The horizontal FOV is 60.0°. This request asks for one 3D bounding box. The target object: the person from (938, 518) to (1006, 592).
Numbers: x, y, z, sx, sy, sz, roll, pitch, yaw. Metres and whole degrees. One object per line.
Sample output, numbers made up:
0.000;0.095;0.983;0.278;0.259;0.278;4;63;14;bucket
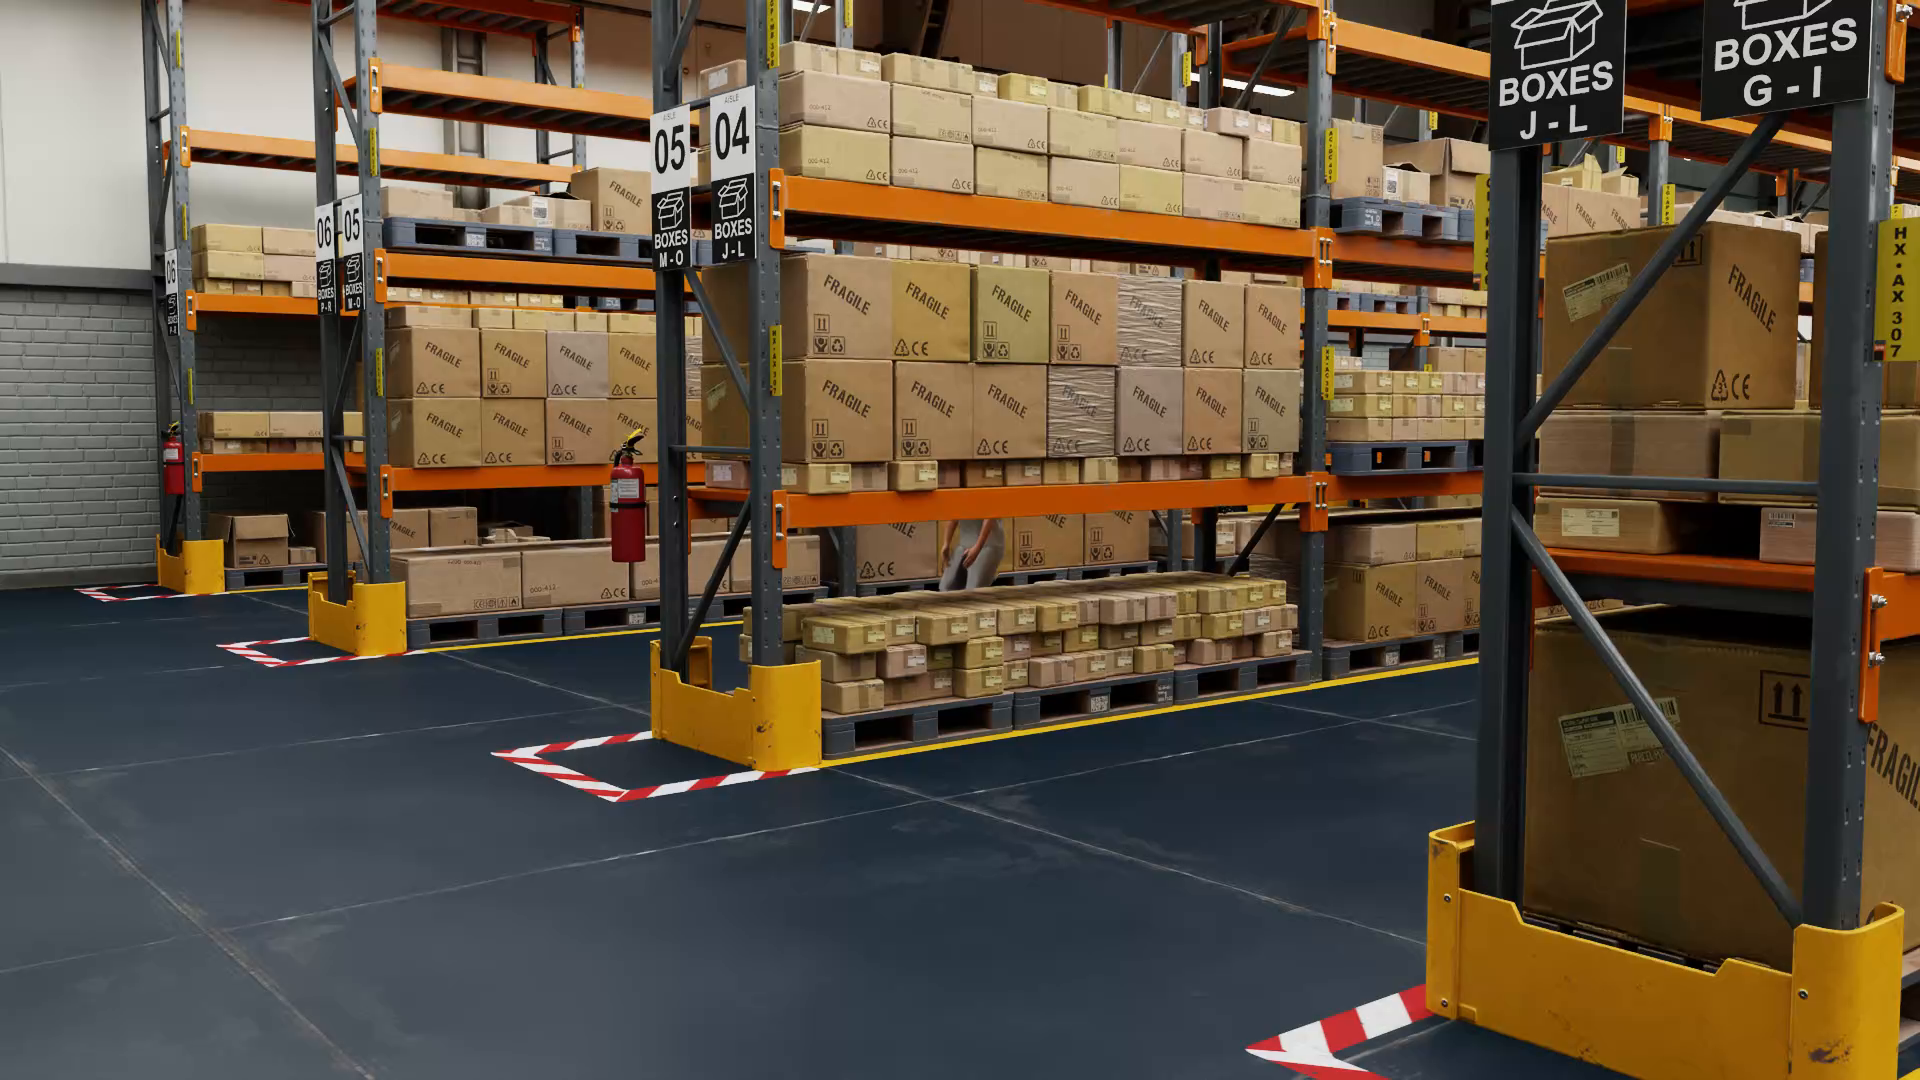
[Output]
0.087;0.059;11.167;0.467;1.573;0.475;-3;6;-37;person
